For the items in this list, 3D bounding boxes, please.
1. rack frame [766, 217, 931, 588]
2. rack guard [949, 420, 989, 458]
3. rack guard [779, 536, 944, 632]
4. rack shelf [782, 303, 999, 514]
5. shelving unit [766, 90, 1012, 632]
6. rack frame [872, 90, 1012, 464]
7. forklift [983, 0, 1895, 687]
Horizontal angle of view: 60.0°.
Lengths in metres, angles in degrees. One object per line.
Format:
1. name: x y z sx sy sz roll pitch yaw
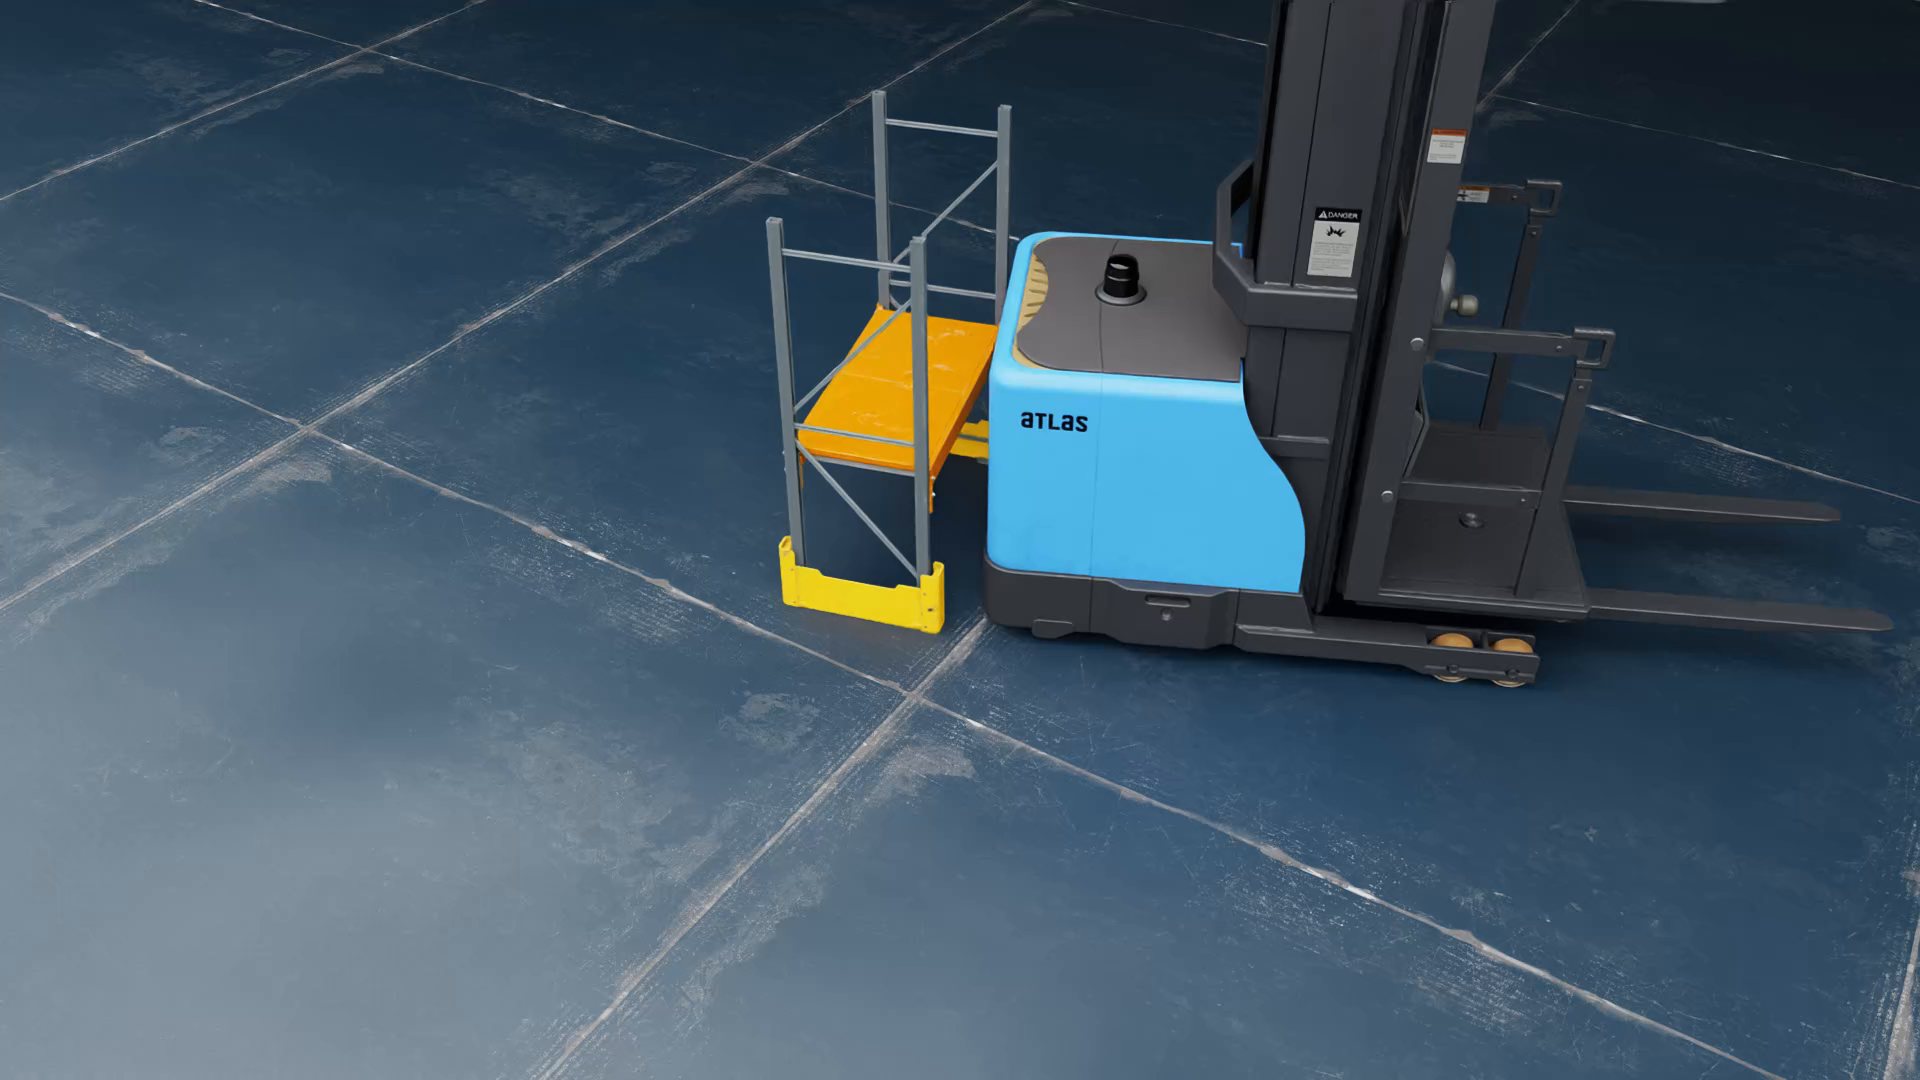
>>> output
1. rack frame: -0.345 -0.340 5.463 0.500 1.500 0.032 10 39 13
2. rack guard: -0.069 -0.430 6.604 0.587 0.250 0.087 10 39 13
3. rack guard: -0.344 0.154 5.845 0.587 0.250 0.087 10 39 13
4. rack shelf: -0.204 -0.496 5.960 0.538 0.185 1.000 10 39 13
5. shelving unit: -0.207 -0.633 5.843 0.587 1.500 1.083 10 39 13
6. rack frame: -0.064 -0.937 6.237 0.500 1.500 0.032 10 39 13
7. forklift: 1.638 -1.012 5.162 3.031 2.935 1.130 5 38 6
